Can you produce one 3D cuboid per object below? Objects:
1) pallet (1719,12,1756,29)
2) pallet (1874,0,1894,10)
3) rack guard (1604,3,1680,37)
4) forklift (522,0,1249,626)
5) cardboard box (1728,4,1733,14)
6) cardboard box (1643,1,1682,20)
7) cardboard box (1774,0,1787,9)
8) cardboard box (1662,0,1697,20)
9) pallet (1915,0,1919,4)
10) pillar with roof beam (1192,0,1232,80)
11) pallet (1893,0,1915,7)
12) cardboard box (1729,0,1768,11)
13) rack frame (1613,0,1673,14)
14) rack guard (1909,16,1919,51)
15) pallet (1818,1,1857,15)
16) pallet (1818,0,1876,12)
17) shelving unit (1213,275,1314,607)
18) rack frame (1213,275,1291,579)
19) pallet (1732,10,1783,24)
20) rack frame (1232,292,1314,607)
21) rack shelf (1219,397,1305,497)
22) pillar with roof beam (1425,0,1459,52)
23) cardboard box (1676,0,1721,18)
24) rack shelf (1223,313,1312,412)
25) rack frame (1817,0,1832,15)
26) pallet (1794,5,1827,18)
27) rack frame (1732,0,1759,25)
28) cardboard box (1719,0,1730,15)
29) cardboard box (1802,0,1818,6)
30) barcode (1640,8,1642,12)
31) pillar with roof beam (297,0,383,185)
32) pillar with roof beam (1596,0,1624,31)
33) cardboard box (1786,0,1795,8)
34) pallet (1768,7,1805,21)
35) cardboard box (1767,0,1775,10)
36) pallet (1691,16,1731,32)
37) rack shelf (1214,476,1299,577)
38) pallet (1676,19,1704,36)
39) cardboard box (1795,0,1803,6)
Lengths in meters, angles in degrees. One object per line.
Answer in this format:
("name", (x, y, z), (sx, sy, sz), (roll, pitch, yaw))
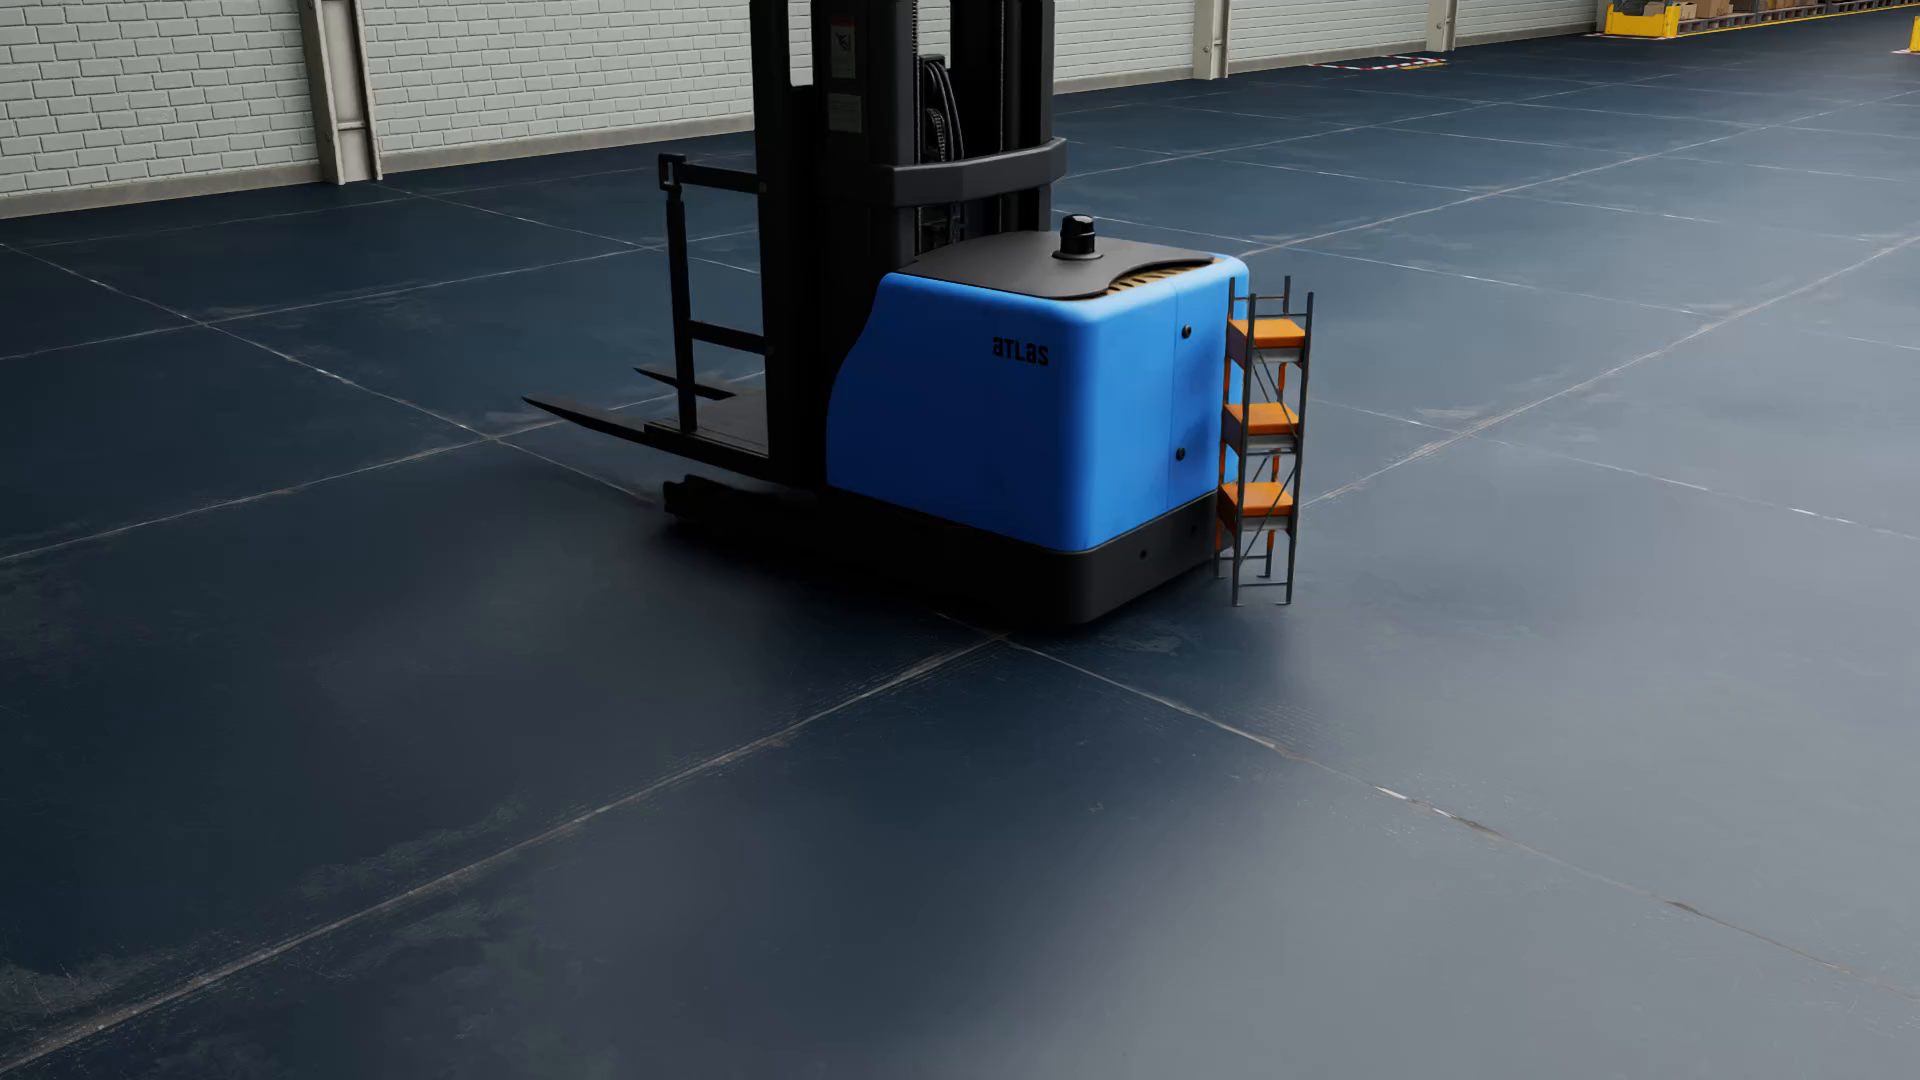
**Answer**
("pallet", (14.140, -9.729, 31.093), (1.003, 0.211, 1.213), (19, 28, 41))
("pallet", (19.679, -11.750, 36.350), (1.003, 0.211, 1.213), (19, 28, 41))
("rack guard", (11.845, -9.037, 28.889), (1.175, 0.500, 0.348), (19, 28, 41))
("forklift", (-0.478, -1.512, 5.923), (3.031, 2.935, 1.130), (17, 27, 37))
("cardboard box", (14.231, -9.950, 31.117), (0.380, 0.166, 0.250), (15, 26, 34))
("cardboard box", (12.340, -9.290, 29.197), (0.500, 0.311, 0.500), (15, 26, 35))
("cardboard box", (15.794, -10.711, 32.631), (0.700, 0.500, 0.500), (20, 28, 41))
("cardboard box", (12.737, -9.436, 29.579), (0.500, 0.311, 0.500), (-17, 27, -38))
("pallet", (21.601, -12.458, 38.193), (1.003, 0.211, 1.213), (19, 28, 41))
("pillar with roof beam", (6.374, -9.219, 17.516), (9.100, 9.000, 0.400), (19, 28, 41))
("pallet", (20.750, -12.143, 37.373), (1.003, 0.211, 1.213), (19, 28, 41))
("cardboard box", (15.084, -10.444, 31.937), (0.500, 0.500, 0.700), (-19, 28, -40))
("rack frame", (11.792, -10.184, 28.390), (1.000, 3.000, 0.127), (19, 28, 41))
("rack guard", (15.327, -7.772, 25.599), (1.175, 0.500, 0.348), (19, 28, 41))
("pallet", (17.977, -11.123, 34.718), (1.003, 0.211, 1.213), (19, 28, 41))
("pallet", (18.828, -11.435, 35.530), (1.003, 0.211, 1.213), (19, 28, 41))
("shelving unit", (0.983, -0.316, 5.433), (0.215, 1.050, 0.252), (-2, 21, -6))
("rack frame", (0.970, -0.360, 5.546), (0.200, 1.050, 0.008), (-2, 21, -6))
("pallet", (15.125, -10.111, 32.087), (1.003, 0.211, 1.213), (19, 28, 41))
("rack frame", (0.996, -0.273, 5.320), (0.200, 1.050, 0.008), (-2, 21, -6))
("rack shelf", (0.983, -0.307, 5.437), (0.215, 0.259, 0.240), (-2, 21, -6))
("pillar with roof beam", (10.560, -10.761, 21.529), (9.100, 9.000, 0.400), (19, 28, 41))
("cardboard box", (13.285, -9.701, 30.003), (0.700, 0.500, 0.500), (17, 27, 37))
("rack shelf", (0.982, -0.571, 5.335), (0.215, 0.259, 0.240), (-2, 21, -6))
("rack frame", (17.373, -12.240, 33.740), (1.000, 3.000, 0.127), (19, 28, 41))
("pallet", (16.827, -10.738, 33.719), (1.003, 0.211, 1.213), (19, 28, 41))
("rack frame", (14.583, -11.212, 31.065), (1.000, 3.000, 0.127), (19, 28, 41))
("cardboard box", (13.887, -9.974, 30.714), (0.500, 0.500, 0.500), (17, 27, 37))
("cardboard box", (16.908, -11.081, 33.594), (0.500, 0.500, 0.700), (-20, 29, -41))
("barcode", (12.066, -9.399, 29.468), (0.001, 0.075, 0.075), (19, 28, 41))
("pillar with roof beam", (-1.997, -6.134, 9.491), (9.100, 9.000, 0.400), (19, 28, 41))
("pillar with roof beam", (14.745, -12.303, 25.542), (9.100, 9.000, 0.400), (19, 28, 41))
("cardboard box", (16.139, -10.843, 32.975), (0.700, 0.500, 0.500), (19, 28, 40))
("pallet", (15.976, -10.426, 32.907), (1.003, 0.211, 1.213), (19, 28, 41))
("cardboard box", (15.409, -10.590, 32.316), (0.700, 0.500, 0.500), (19, 28, 40))
("pallet", (13.288, -9.414, 30.273), (1.003, 0.211, 1.213), (19, 28, 41))
("rack shelf", (0.984, -0.047, 5.537), (0.215, 0.259, 0.240), (-2, 21, -6))
("pallet", (12.437, -9.102, 29.461), (1.003, 0.211, 1.213), (19, 28, 41))
("cardboard box", (16.466, -10.978, 33.325), (0.700, 0.500, 0.500), (19, 28, 41))
